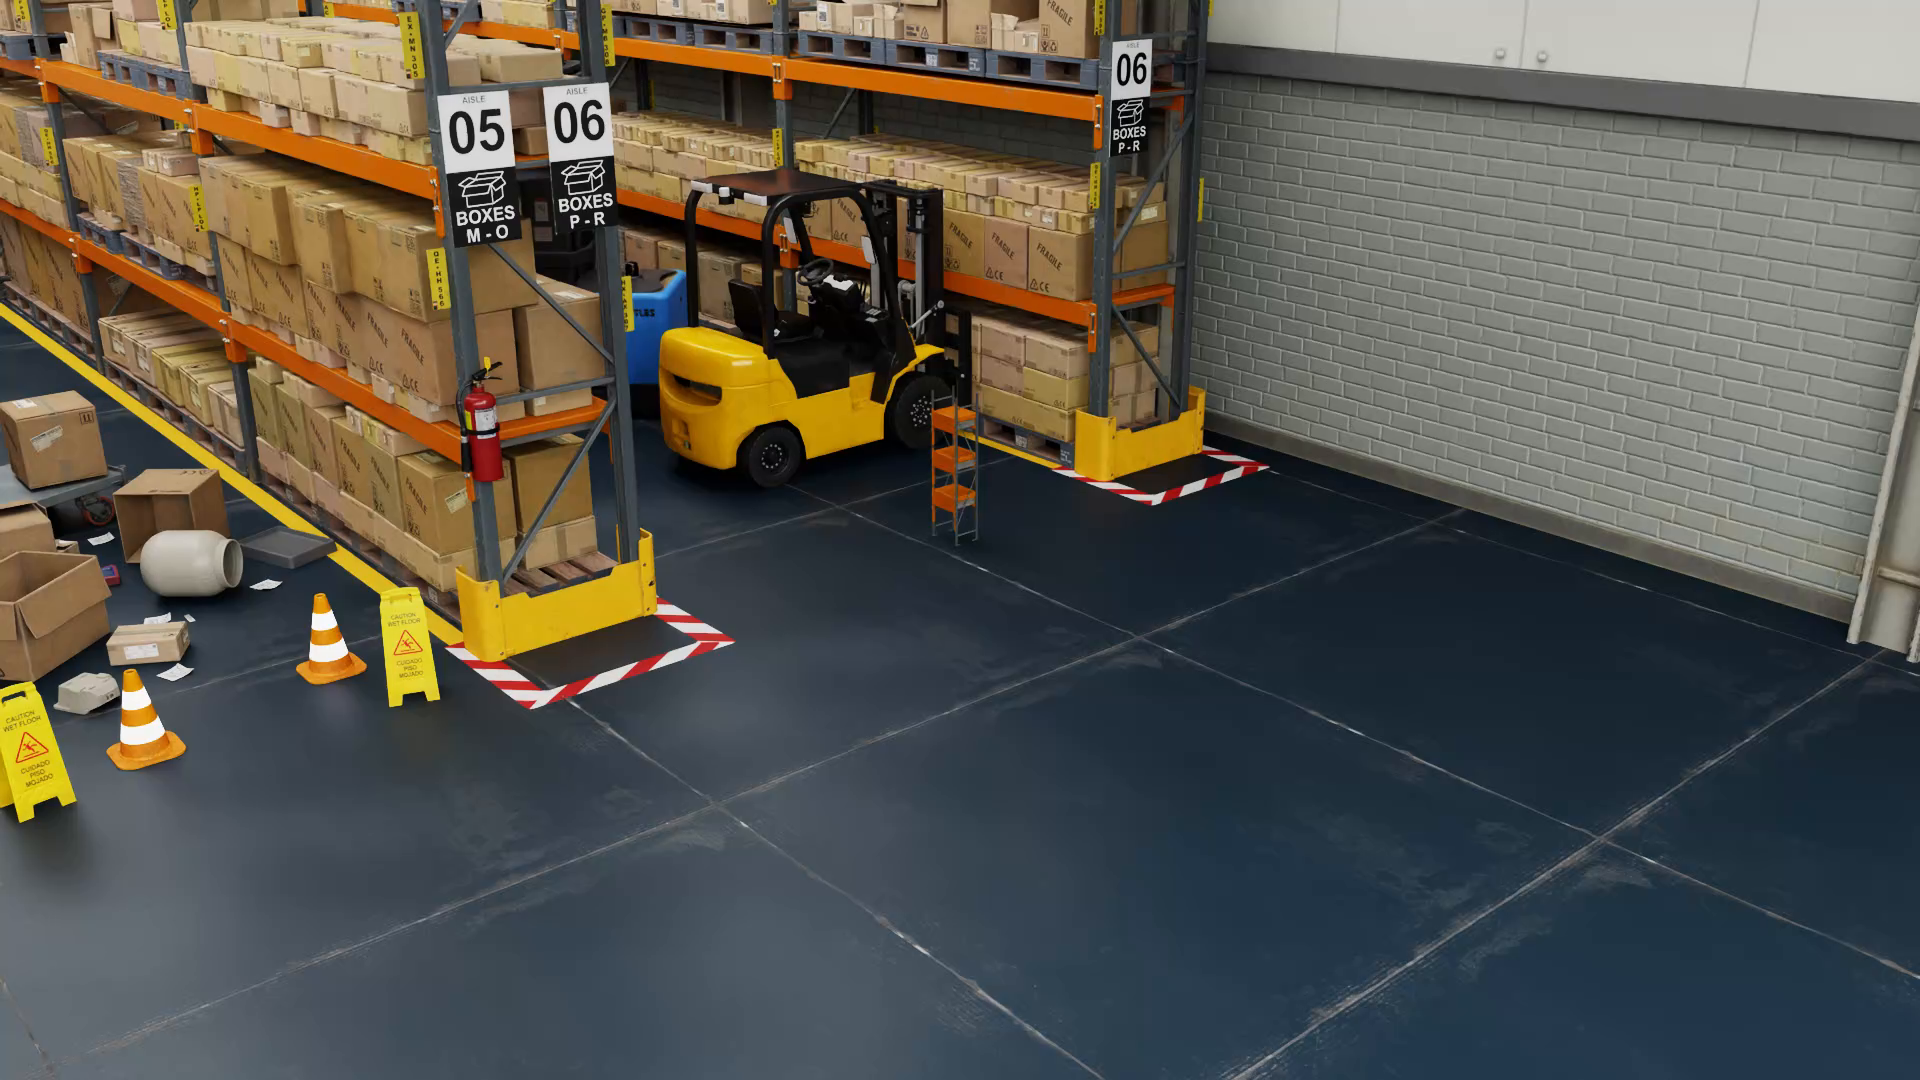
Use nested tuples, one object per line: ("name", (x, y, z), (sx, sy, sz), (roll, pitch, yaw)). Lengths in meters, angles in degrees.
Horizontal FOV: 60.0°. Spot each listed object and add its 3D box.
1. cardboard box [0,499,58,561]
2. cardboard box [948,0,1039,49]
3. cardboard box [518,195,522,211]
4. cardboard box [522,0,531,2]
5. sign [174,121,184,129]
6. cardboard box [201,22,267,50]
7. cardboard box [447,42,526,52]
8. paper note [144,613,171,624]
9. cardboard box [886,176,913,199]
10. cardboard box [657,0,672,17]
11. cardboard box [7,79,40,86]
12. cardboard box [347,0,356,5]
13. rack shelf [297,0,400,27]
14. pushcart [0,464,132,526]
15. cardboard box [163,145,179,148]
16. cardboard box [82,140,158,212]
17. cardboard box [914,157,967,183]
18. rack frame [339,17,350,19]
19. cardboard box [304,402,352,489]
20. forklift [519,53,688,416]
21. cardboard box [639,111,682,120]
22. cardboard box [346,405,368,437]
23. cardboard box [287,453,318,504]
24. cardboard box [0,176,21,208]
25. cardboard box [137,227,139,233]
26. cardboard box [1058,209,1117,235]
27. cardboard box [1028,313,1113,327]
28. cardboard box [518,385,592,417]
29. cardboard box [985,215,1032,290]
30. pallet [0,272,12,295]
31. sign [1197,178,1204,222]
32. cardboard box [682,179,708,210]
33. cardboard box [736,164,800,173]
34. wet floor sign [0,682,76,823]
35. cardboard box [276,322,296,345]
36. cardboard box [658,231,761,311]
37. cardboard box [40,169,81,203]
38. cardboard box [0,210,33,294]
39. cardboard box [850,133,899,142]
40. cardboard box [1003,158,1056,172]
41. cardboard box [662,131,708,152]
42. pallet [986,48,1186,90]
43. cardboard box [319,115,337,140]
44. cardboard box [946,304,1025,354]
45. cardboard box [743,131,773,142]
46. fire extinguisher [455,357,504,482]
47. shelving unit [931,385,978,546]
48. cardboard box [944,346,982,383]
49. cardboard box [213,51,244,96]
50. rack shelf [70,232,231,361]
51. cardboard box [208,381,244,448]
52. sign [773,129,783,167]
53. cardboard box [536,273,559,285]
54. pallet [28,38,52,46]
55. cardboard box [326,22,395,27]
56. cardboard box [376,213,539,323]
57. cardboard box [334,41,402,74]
("cardboard box", (-6.044, 0.119, 10.303), (0.797, 0.637, 0.503), (-17, 27, -37))
("cardboard box", (0.328, -4.080, 12.825), (0.700, 0.500, 0.500), (-17, 27, -37))
("cardboard box", (-4.983, -3.947, 19.412), (0.380, 0.149, 0.250), (-18, 28, -38))
("cardboard box", (-4.548, -5.942, 18.088), (0.380, 0.149, 0.250), (-17, 27, -36))
("sign", (-7.180, -3.685, 15.301), (0.100, 0.325, 0.005), (-17, 27, -37))
("cardboard box", (-4.824, -3.367, 11.107), (0.380, 0.149, 0.250), (-16, 27, -36))
("cardboard box", (-2.734, -2.788, 9.628), (0.380, 0.149, 0.250), (-17, 27, -37))
("paper note", (-4.929, 0.489, 10.209), (0.148, 0.019, 0.142), (-8, 23, -19))
("cardboard box", (-0.394, -2.966, 13.917), (0.380, 0.149, 0.250), (-19, 28, -39))
("cardboard box", (-2.668, -5.095, 15.898), (0.380, 0.149, 0.250), (-18, 28, -38))
("cardboard box", (-9.714, -4.605, 17.620), (0.500, 0.500, 0.500), (-16, 27, -36))
("cardboard box", (-7.701, -7.010, 21.501), (0.380, 0.149, 0.250), (-17, 27, -37))
("rack shelf", (-7.744, -6.953, 21.997), (1.077, 0.370, 4.000), (-17, 27, -37))
("pushcart", (-6.669, -0.168, 11.397), (0.936, 0.377, 1.648), (12, 24, 27))
("cardboard box", (-6.402, -3.093, 14.147), (0.500, 0.500, 0.500), (-20, 29, -41))
("cardboard box", (-7.121, -3.110, 14.191), (0.500, 0.500, 0.500), (-16, 26, -35))
("cardboard box", (-0.156, -3.055, 13.737), (0.380, 0.149, 0.250), (-17, 27, -37))
("rack frame", (-9.049, -6.444, 23.824), (1.000, 3.000, 0.127), (-17, 27, -37))
("cardboard box", (-4.098, -0.694, 11.310), (0.500, 0.500, 0.500), (-16, 26, -35))
("forklift", (-3.910, -2.586, 14.068), (3.031, 2.935, 1.130), (0, 21, 1))
("cardboard box", (-3.206, -4.495, 17.821), (0.380, 0.149, 0.250), (-17, 27, -36))
("cardboard box", (-3.707, -0.795, 10.679), (0.380, 0.149, 0.250), (-16, 27, -35))
("cardboard box", (-4.437, -0.489, 11.814), (0.500, 0.250, 0.500), (-16, 26, -34))
("cardboard box", (-9.128, -3.474, 16.446), (0.500, 0.250, 0.500), (-18, 28, -38))
("cardboard box", (-6.617, -2.625, 13.842), (0.380, 0.149, 0.250), (-16, 27, -35))
("cardboard box", (0.956, -2.401, 12.475), (0.380, 0.149, 0.250), (-17, 27, -37))
("cardboard box", (0.896, -1.719, 13.584), (0.500, 0.250, 0.500), (-17, 27, -37))
("cardboard box", (-2.428, -0.867, 9.929), (0.380, 0.149, 0.250), (-17, 27, -37))
("cardboard box", (0.543, -2.289, 13.078), (0.500, 0.500, 0.500), (-16, 27, -36))
("pallet", (-10.633, -3.087, 19.075), (1.003, 0.211, 1.213), (-17, 27, -37))
("sign", (1.819, -2.594, 12.698), (0.100, 0.325, 0.005), (-17, 27, -37))
("cardboard box", (-2.377, -3.418, 16.303), (0.500, 0.250, 0.500), (-17, 27, -37))
("cardboard box", (-1.730, -3.366, 15.486), (0.500, 0.250, 0.500), (-18, 28, -39))
("wet floor sign", (-4.528, 0.998, 8.050), (0.232, 0.644, 0.267), (17, 27, 36))
("cardboard box", (-4.476, -1.465, 11.457), (0.380, 0.149, 0.250), (-16, 27, -36))
("cardboard box", (-2.558, -2.783, 17.158), (0.875, 0.625, 0.625), (-19, 28, -40))
("cardboard box", (-8.094, -3.287, 15.284), (0.500, 0.250, 0.500), (-18, 27, -38))
("cardboard box", (-9.731, -3.210, 17.905), (0.875, 0.875, 0.875), (-16, 27, -36))
("cardboard box", (-0.779, -3.599, 15.127), (0.380, 0.149, 0.250), (-17, 27, -37))
("cardboard box", (0.571, -3.039, 13.696), (0.380, 0.149, 0.250), (-18, 28, -39))
("cardboard box", (-2.696, -3.920, 16.352), (0.380, 0.149, 0.250), (-18, 28, -39))
("pallet", (0.953, -3.581, 12.521), (1.003, 0.211, 1.213), (-17, 27, -37))
("cardboard box", (-3.623, -2.513, 10.019), (0.380, 0.149, 0.250), (-18, 28, -39))
("cardboard box", (0.183, -1.734, 13.622), (0.500, 0.250, 0.500), (-17, 27, -37))
("cardboard box", (-1.907, -3.922, 16.357), (0.380, 0.149, 0.250), (-17, 27, -37))
("fire extinguisher", (-2.638, -0.664, 9.171), (0.296, 0.674, 0.183), (-17, 27, -37))
("shelving unit", (-0.035, -0.504, 11.330), (0.215, 1.050, 0.252), (-17, 27, -37))
("cardboard box", (0.168, -1.510, 13.736), (0.500, 0.250, 0.500), (-18, 28, -39))
("cardboard box", (-4.551, -3.084, 10.931), (0.500, 0.250, 0.500), (-18, 28, -38))
("rack shelf", (-6.280, -2.164, 13.881), (1.077, 0.370, 4.000), (-17, 27, -37))
("cardboard box", (-5.318, -1.062, 13.111), (0.950, 0.372, 0.625), (-17, 27, -37))
("sign", (-1.621, -3.499, 14.826), (0.100, 0.325, 0.005), (-17, 27, -37))
("cardboard box", (-2.803, -1.365, 10.312), (0.500, 0.500, 0.500), (-16, 27, -36))
("pallet", (-8.778, -4.833, 15.857), (1.003, 0.211, 1.213), (-16, 26, -35))
("cardboard box", (-4.003, -3.374, 11.124), (0.380, 0.149, 0.250), (-16, 27, -36))
("cardboard box", (-2.862, -1.581, 9.491), (0.700, 0.500, 0.500), (-18, 28, -39))
("cardboard box", (-3.408, -2.813, 9.692), (0.380, 0.149, 0.250), (-17, 27, -37))
